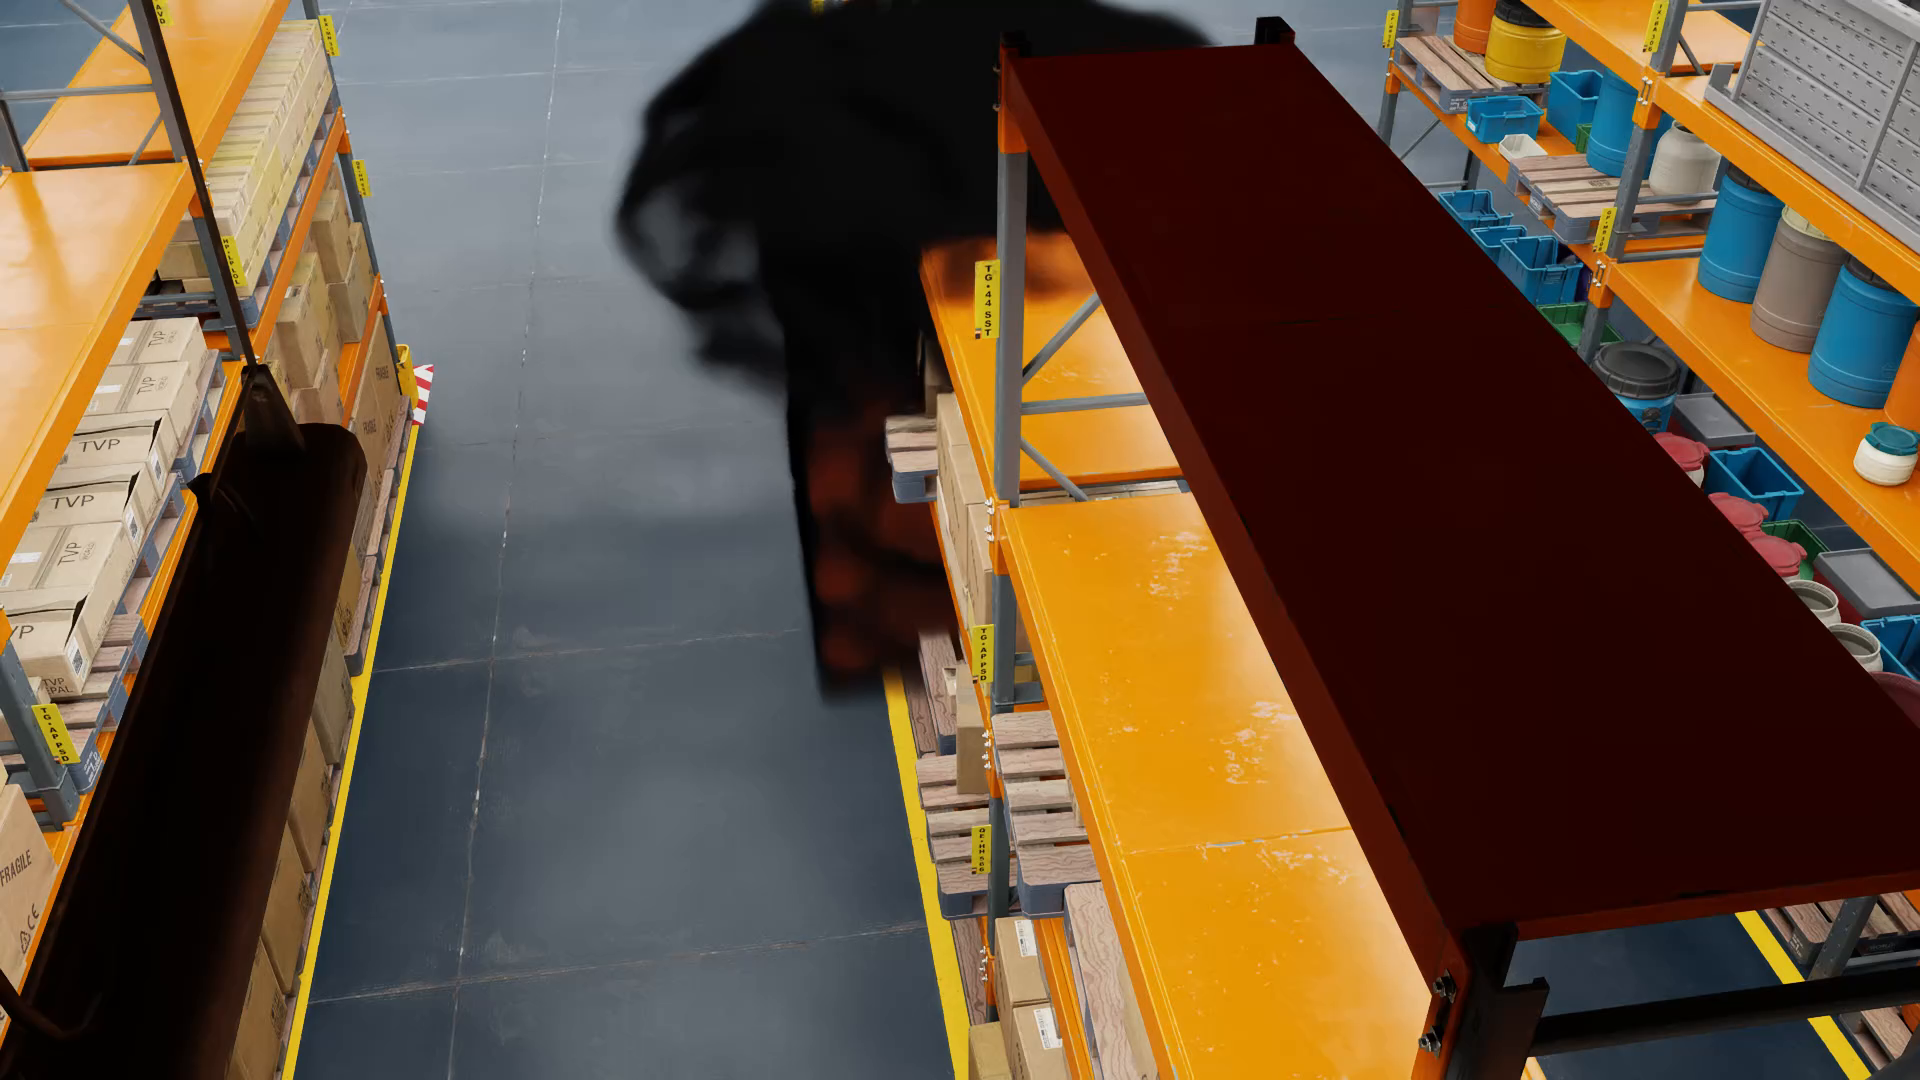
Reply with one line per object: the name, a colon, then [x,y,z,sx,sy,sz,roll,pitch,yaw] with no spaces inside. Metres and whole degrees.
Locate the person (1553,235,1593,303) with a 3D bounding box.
person: [5.727,-2.809,15.468,0.580,1.710,0.645,-11,38,-15]
